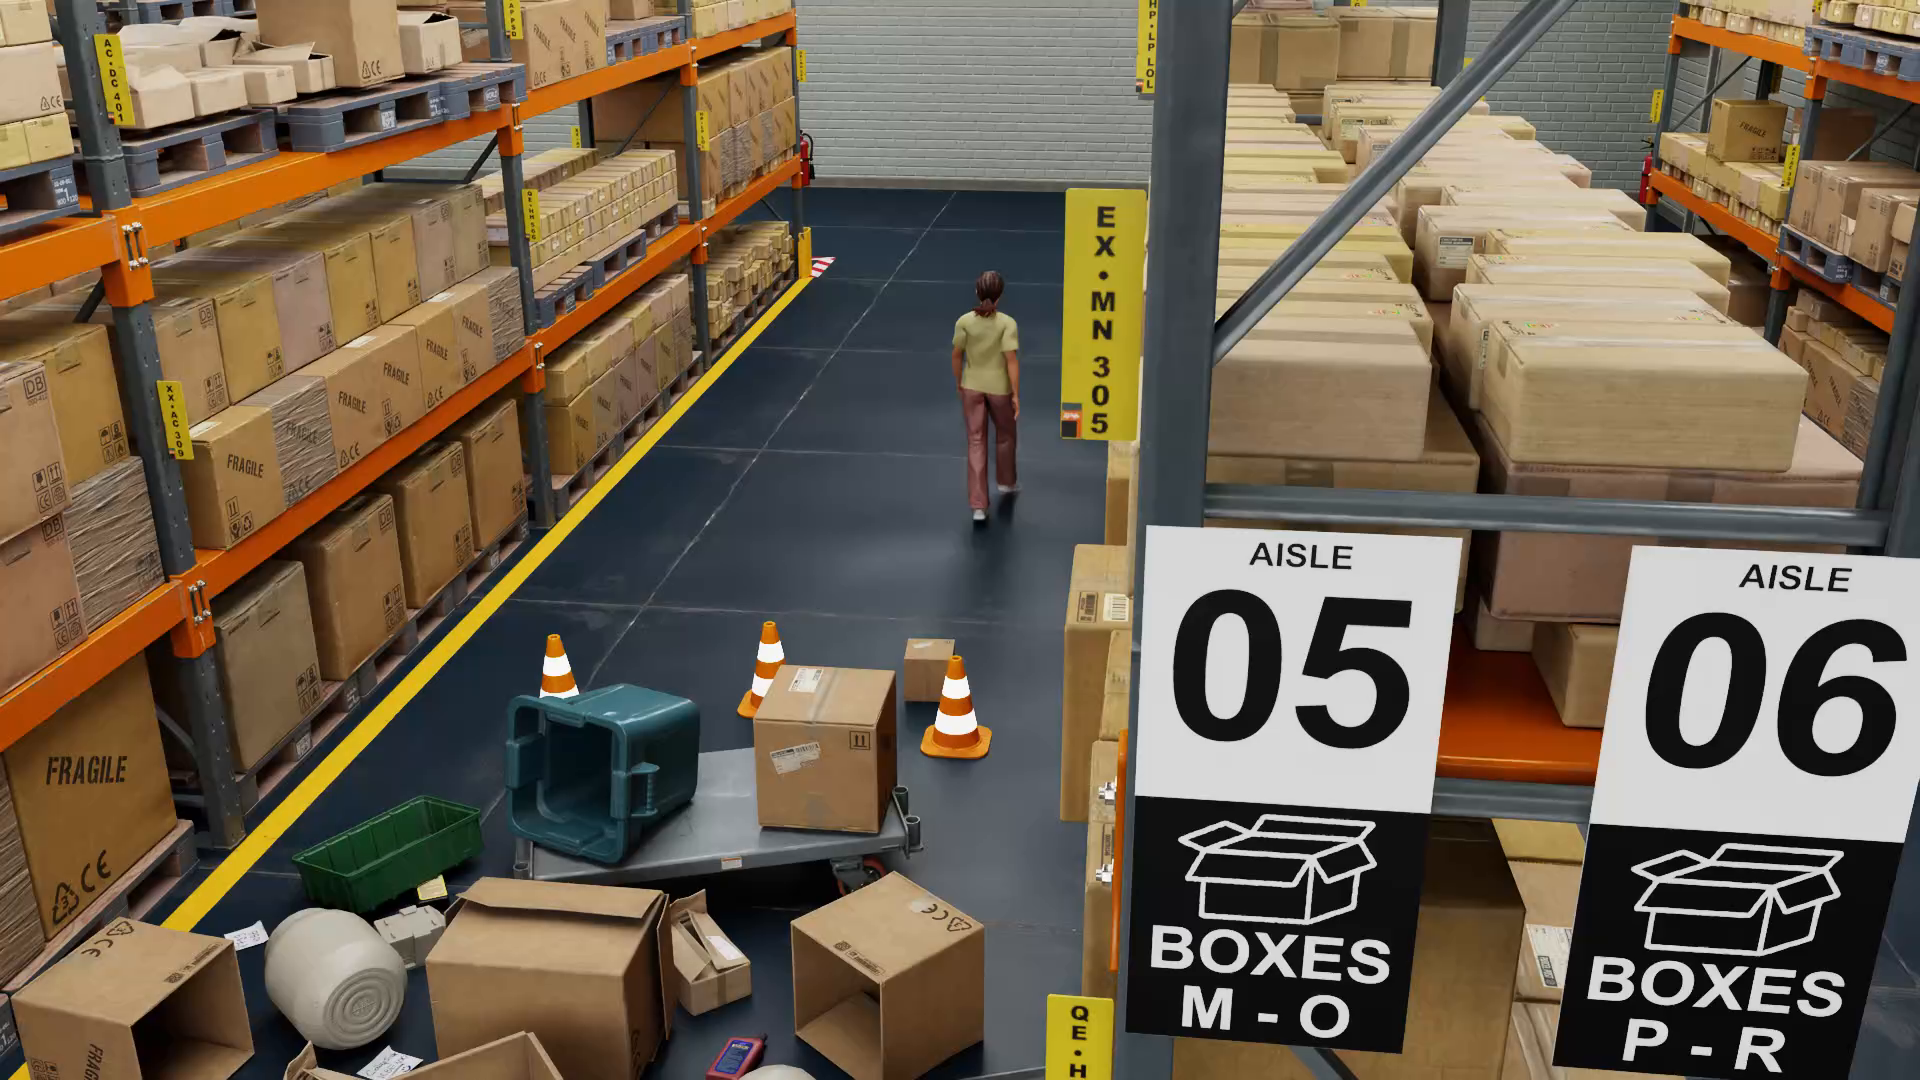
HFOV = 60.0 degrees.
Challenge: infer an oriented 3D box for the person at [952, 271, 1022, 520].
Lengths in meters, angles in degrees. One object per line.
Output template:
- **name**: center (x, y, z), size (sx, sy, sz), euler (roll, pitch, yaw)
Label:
- **person**: center (0.191, -1.009, 11.173), size (0.478, 1.659, 0.861), euler (3, 21, 8)
